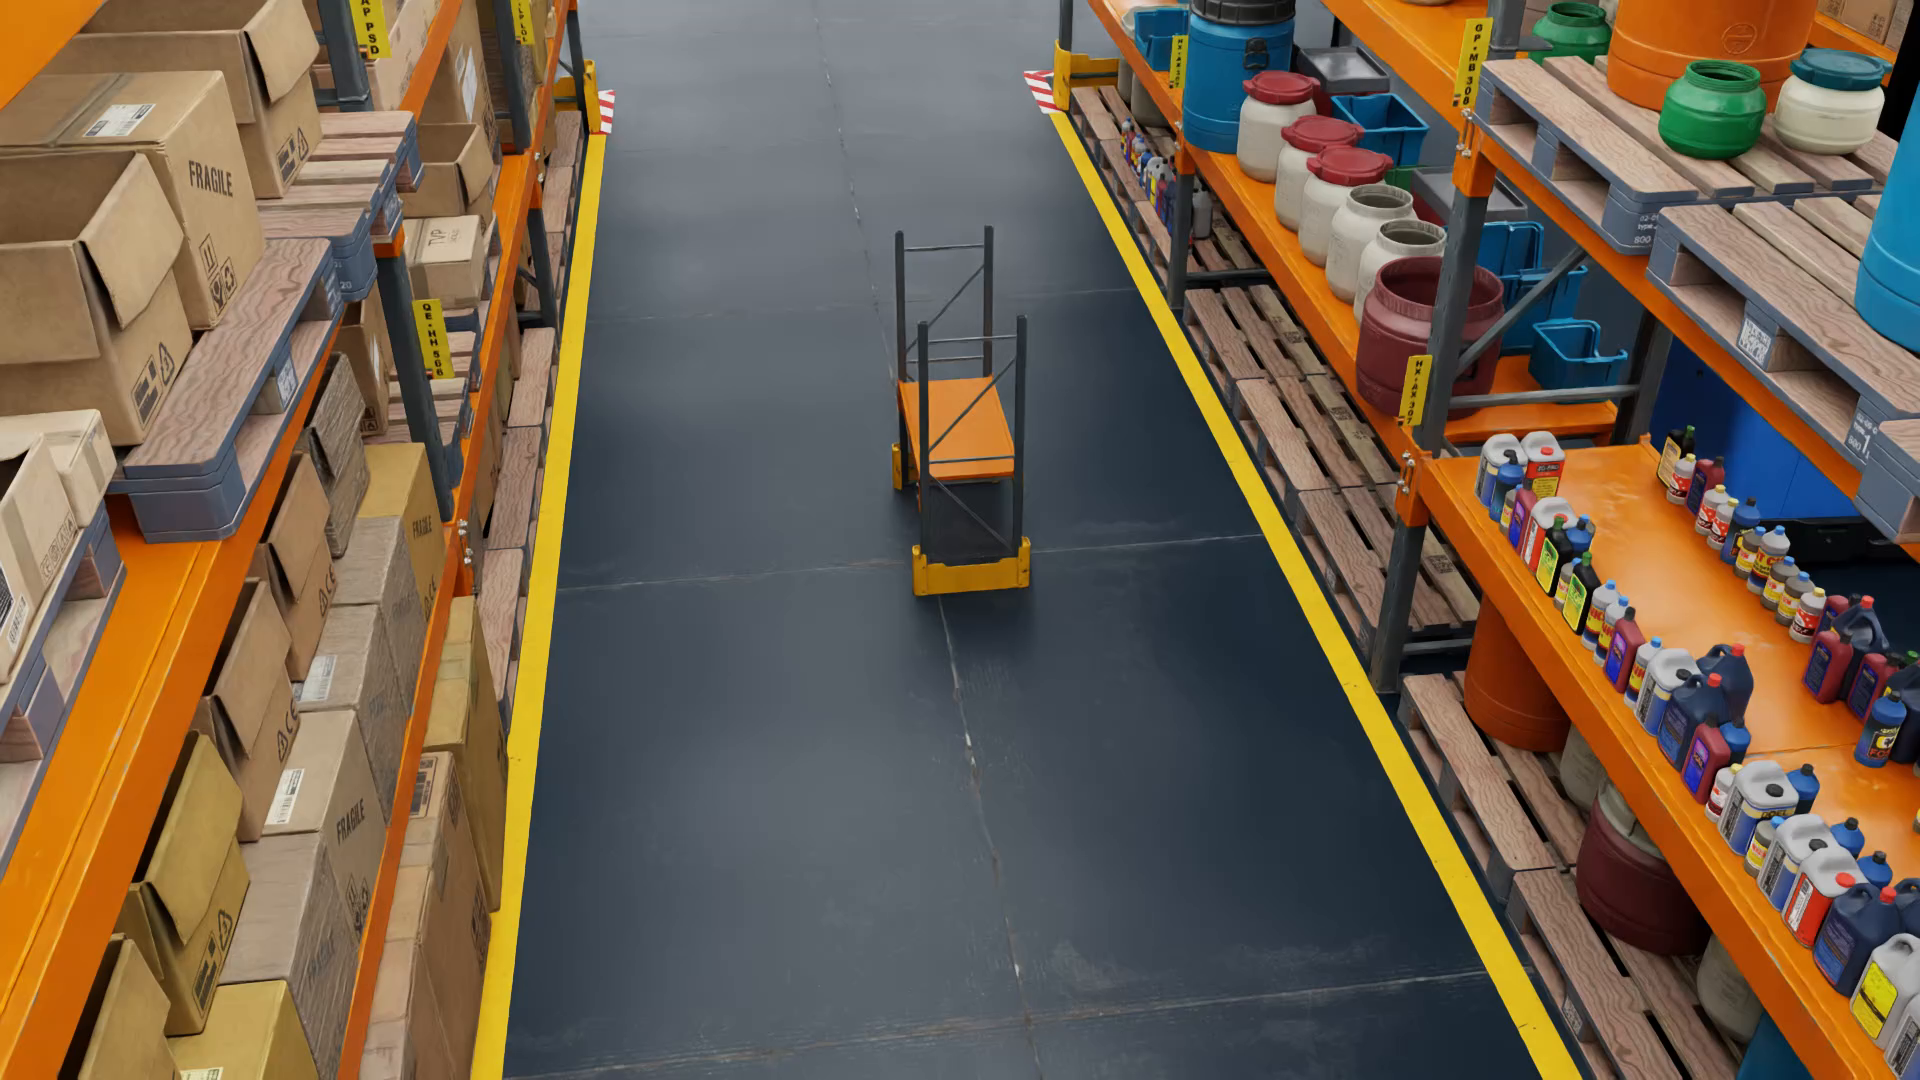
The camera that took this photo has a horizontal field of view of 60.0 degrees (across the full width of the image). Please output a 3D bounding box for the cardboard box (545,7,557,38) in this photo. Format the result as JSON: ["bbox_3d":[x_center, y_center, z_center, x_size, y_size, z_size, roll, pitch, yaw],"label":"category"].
[{"bbox_3d":[-3.020,-3.604,11.598,0.380,0.149,0.250,-4,35,-6],"label":"cardboard box"}]

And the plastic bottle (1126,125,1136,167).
[{"bbox_3d":[1.286,-2.951,12.439,0.061,0.283,0.133,-4,34,-6],"label":"plastic bottle"}]

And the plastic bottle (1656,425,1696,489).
[{"bbox_3d":[2.892,-0.349,6.702,0.061,0.283,0.133,-4,35,-6],"label":"plastic bottle"}]

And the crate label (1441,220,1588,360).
[{"bbox_3d":[2.549,-1.180,7.787,0.502,0.435,0.616,-4,35,-6],"label":"crate label"}]

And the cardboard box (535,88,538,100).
[{"bbox_3d":[-2.844,-2.765,10.366,0.380,0.149,0.250,-4,35,-6],"label":"cardboard box"}]

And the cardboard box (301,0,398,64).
[{"bbox_3d":[-2.302,-1.985,5.803,0.500,0.500,0.500,-4,34,-6],"label":"cardboard box"}]

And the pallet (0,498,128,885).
[{"bbox_3d":[-2.127,0.348,3.082,0.805,0.209,1.217,-6,35,-8],"label":"pallet"}]

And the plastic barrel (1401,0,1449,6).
[{"bbox_3d":[2.012,-2.465,7.163,0.301,0.262,0.301,0,34,0],"label":"plastic barrel"}]

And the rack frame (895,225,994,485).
[{"bbox_3d":[-0.080,-0.951,8.814,0.500,1.500,0.032,-4,35,-6],"label":"rack frame"}]

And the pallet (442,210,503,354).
[{"bbox_3d":[-2.800,-1.238,8.073,1.003,0.211,1.213,-4,35,-6],"label":"pallet"}]

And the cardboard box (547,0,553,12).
[{"bbox_3d":[-3.312,-3.983,11.578,0.875,0.500,0.500,-4,35,-6],"label":"cardboard box"}]

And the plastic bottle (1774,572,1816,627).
[{"bbox_3d":[2.999,0.205,5.962,0.097,0.201,0.097,0,34,0],"label":"plastic bottle"}]

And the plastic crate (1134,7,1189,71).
[{"bbox_3d":[1.459,-3.359,11.147,0.499,0.251,0.616,-4,35,-6],"label":"plastic crate"}]

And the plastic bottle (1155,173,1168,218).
[{"bbox_3d":[1.415,-2.415,11.651,0.061,0.283,0.133,-2,34,-3],"label":"plastic bottle"}]

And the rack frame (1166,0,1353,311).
[{"bbox_3d":[1.877,-2.823,10.229,1.000,3.000,0.127,-4,35,-6],"label":"rack frame"}]

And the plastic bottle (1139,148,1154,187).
[{"bbox_3d":[1.361,-2.714,12.101,0.097,0.271,0.097,0,34,0],"label":"plastic bottle"}]

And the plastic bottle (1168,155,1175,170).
[{"bbox_3d":[1.523,-2.607,11.933,0.061,0.283,0.133,-4,35,-6],"label":"plastic bottle"}]

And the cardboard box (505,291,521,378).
[{"bbox_3d":[-2.970,-1.252,9.753,0.700,0.500,0.500,-7,35,-10],"label":"cardboard box"}]

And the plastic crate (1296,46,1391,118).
[{"bbox_3d":[2.245,-2.602,9.848,0.402,0.464,0.583,-4,35,-6],"label":"plastic crate"}]

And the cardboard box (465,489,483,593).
[{"bbox_3d":[-2.690,-0.046,7.982,0.700,0.500,0.500,-7,35,-10],"label":"cardboard box"}]

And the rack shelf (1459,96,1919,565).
[{"bbox_3d":[2.684,-0.417,4.674,1.077,0.370,4.000,-4,35,-6],"label":"rack shelf"}]

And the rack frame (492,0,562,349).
[{"bbox_3d":[-3.031,-2.448,9.678,1.000,3.000,0.127,-4,35,-6],"label":"rack frame"}]

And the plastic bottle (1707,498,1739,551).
[{"bbox_3d":[2.933,-0.067,6.360,0.097,0.201,0.097,0,34,0],"label":"plastic bottle"}]

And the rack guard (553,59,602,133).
[{"bbox_3d":[-3.559,-3.605,13.596,1.175,0.500,0.348,-4,35,-6],"label":"rack guard"}]

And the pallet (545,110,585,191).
[{"bbox_3d":[-3.485,-3.029,13.008,1.003,0.211,1.213,-4,35,-6],"label":"pallet"}]

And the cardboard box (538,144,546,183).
[{"bbox_3d":[-3.322,-2.789,12.026,0.500,0.500,0.500,-1,34,-2],"label":"cardboard box"}]

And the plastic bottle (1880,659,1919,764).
[{"bbox_3d":[3.068,0.530,5.352,0.144,0.351,0.185,-4,35,-6],"label":"plastic bottle"}]

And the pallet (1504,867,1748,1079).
[{"bbox_3d":[2.723,1.677,6.101,1.003,0.211,1.213,-4,35,-6],"label":"pallet"}]

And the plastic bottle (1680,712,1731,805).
[{"bbox_3d":[2.337,0.679,5.194,0.061,0.283,0.133,-4,35,-6],"label":"plastic bottle"}]

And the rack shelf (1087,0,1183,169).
[{"bbox_3d":[1.608,-3.642,12.069,1.077,0.370,4.000,-4,35,-6],"label":"rack shelf"}]

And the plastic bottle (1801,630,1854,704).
[{"bbox_3d":[2.928,0.403,5.599,0.061,0.283,0.133,-4,35,-6],"label":"plastic bottle"}]

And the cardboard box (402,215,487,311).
[{"bbox_3d":[-2.491,-1.280,7.725,0.500,0.250,0.500,-5,35,-8],"label":"cardboard box"}]

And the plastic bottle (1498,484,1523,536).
[{"bbox_3d":[2.154,-0.122,6.441,0.097,0.201,0.097,0,34,0],"label":"plastic bottle"}]

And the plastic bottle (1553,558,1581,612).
[{"bbox_3d":[2.221,0.157,6.033,0.097,0.201,0.097,0,34,0],"label":"plastic bottle"}]

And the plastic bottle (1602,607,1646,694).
[{"bbox_3d":[2.263,0.372,5.645,0.061,0.283,0.133,-4,35,-6],"label":"plastic bottle"}]

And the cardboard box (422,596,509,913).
[{"bbox_3d":[-2.421,0.875,6.316,1.225,0.875,0.875,-6,35,-9],"label":"cardboard box"}]

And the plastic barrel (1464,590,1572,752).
[{"bbox_3d":[2.497,0.404,7.048,0.600,0.830,0.708,-4,35,-6],"label":"plastic barrel"}]

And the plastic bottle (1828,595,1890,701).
[{"bbox_3d":[3.026,0.353,5.613,0.144,0.351,0.185,-4,35,-6],"label":"plastic bottle"}]

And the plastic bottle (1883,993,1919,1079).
[{"bbox_3d":[2.530,1.293,4.299,0.152,0.276,0.135,-4,35,-6],"label":"plastic bottle"}]

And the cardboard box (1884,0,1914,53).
[{"bbox_3d":[6.720,-3.485,11.111,0.700,0.500,0.500,-5,35,-8],"label":"cardboard box"}]

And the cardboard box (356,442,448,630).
[{"bbox_3d":[-2.181,0.000,5.998,0.500,0.500,0.500,-3,34,-5],"label":"cardboard box"}]

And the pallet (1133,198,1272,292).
[{"bbox_3d":[1.828,-2.049,11.569,1.003,0.211,1.213,-4,35,-6],"label":"pallet"}]

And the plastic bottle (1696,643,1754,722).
[{"bbox_3d":[2.489,0.472,5.437,0.144,0.351,0.185,-4,35,-6],"label":"plastic bottle"}]

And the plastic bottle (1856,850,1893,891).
[{"bbox_3d":[2.583,0.994,4.742,0.097,0.271,0.097,0,34,0],"label":"plastic bottle"}]

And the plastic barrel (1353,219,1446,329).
[{"bbox_3d":[2.065,-1.195,7.741,0.421,0.512,0.421,0,34,0],"label":"plastic barrel"}]

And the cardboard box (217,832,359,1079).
[{"bbox_3d":[-1.905,1.140,4.325,0.500,0.500,0.500,-5,35,-7],"label":"cardboard box"}]

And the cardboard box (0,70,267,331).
[{"bbox_3d":[-2.137,-0.860,4.223,0.500,0.500,0.500,-3,34,-4],"label":"cardboard box"}]

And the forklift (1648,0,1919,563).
[{"bbox_3d":[5.228,-1.387,8.182,3.031,2.935,1.130,-2,34,-3],"label":"forklift"}]

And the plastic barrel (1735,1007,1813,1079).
[{"bbox_3d":[2.801,1.635,5.178,0.600,0.901,0.708,-4,35,-6],"label":"plastic barrel"}]

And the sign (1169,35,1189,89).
[{"bbox_3d":[1.330,-2.902,10.099,0.100,0.325,0.005,-4,35,-6],"label":"sign"}]

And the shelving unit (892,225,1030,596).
[{"bbox_3d":[-0.010,-0.662,8.390,0.587,1.500,1.083,-4,35,-6],"label":"shelving unit"}]

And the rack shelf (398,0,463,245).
[{"bbox_3d":[-2.762,-2.274,7.399,1.077,0.370,4.000,-4,35,-6],"label":"rack shelf"}]

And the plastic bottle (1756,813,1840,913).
[{"bbox_3d":[2.444,0.937,4.822,0.152,0.276,0.135,-4,35,-6],"label":"plastic bottle"}]

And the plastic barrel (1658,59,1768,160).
[{"bbox_3d":[2.329,-1.331,5.141,0.294,0.245,0.294,0,34,0],"label":"plastic barrel"}]

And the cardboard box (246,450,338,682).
[{"bbox_3d":[-2.326,0.101,4.958,0.797,0.503,0.637,-4,34,-5],"label":"cardboard box"}]
